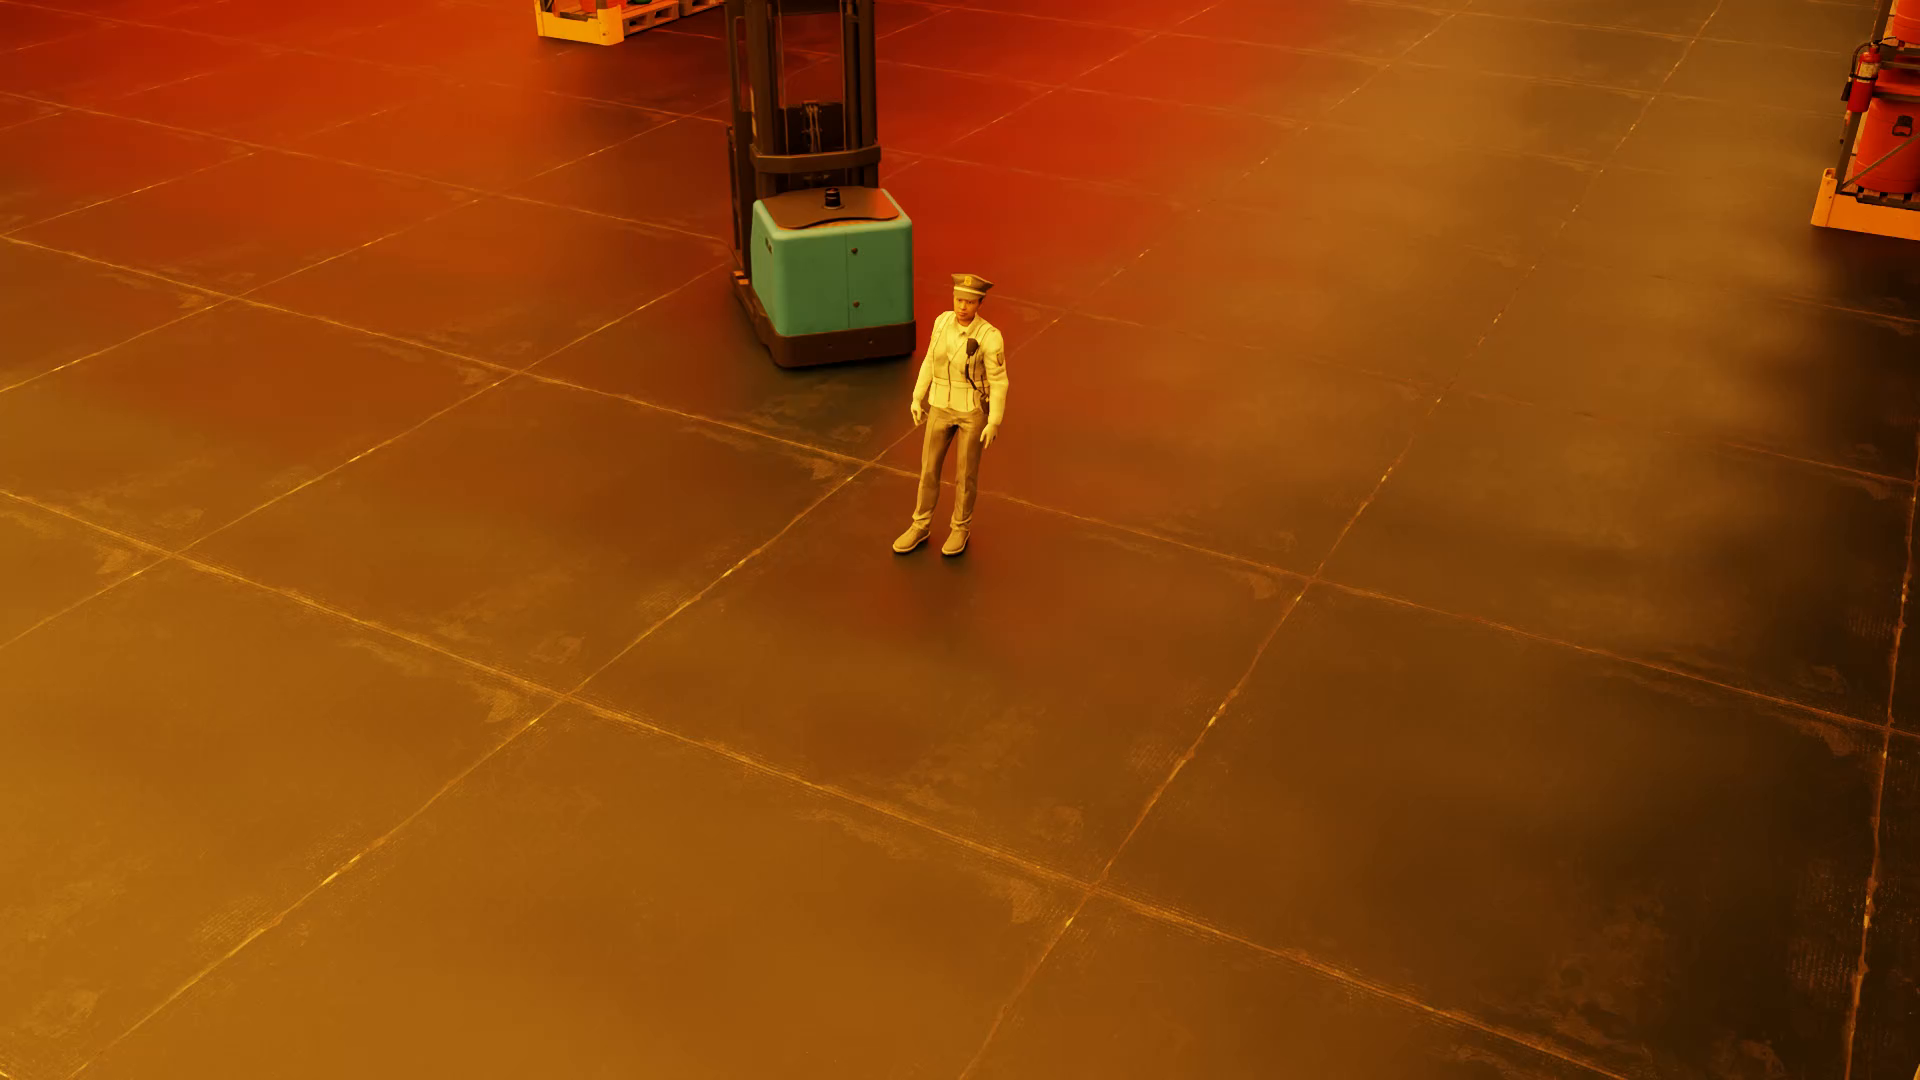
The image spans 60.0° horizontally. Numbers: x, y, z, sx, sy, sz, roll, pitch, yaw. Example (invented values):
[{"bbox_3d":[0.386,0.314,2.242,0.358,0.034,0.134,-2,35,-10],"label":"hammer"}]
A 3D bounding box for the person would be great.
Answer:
[{"bbox_3d":[-0.039,-0.712,9.527,0.586,1.694,0.531,15,33,25],"label":"person"}]

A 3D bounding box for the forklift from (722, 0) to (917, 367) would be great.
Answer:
[{"bbox_3d":[-1.233,-3.241,12.686,1.130,2.935,3.031,-9,31,-14],"label":"forklift"}]
